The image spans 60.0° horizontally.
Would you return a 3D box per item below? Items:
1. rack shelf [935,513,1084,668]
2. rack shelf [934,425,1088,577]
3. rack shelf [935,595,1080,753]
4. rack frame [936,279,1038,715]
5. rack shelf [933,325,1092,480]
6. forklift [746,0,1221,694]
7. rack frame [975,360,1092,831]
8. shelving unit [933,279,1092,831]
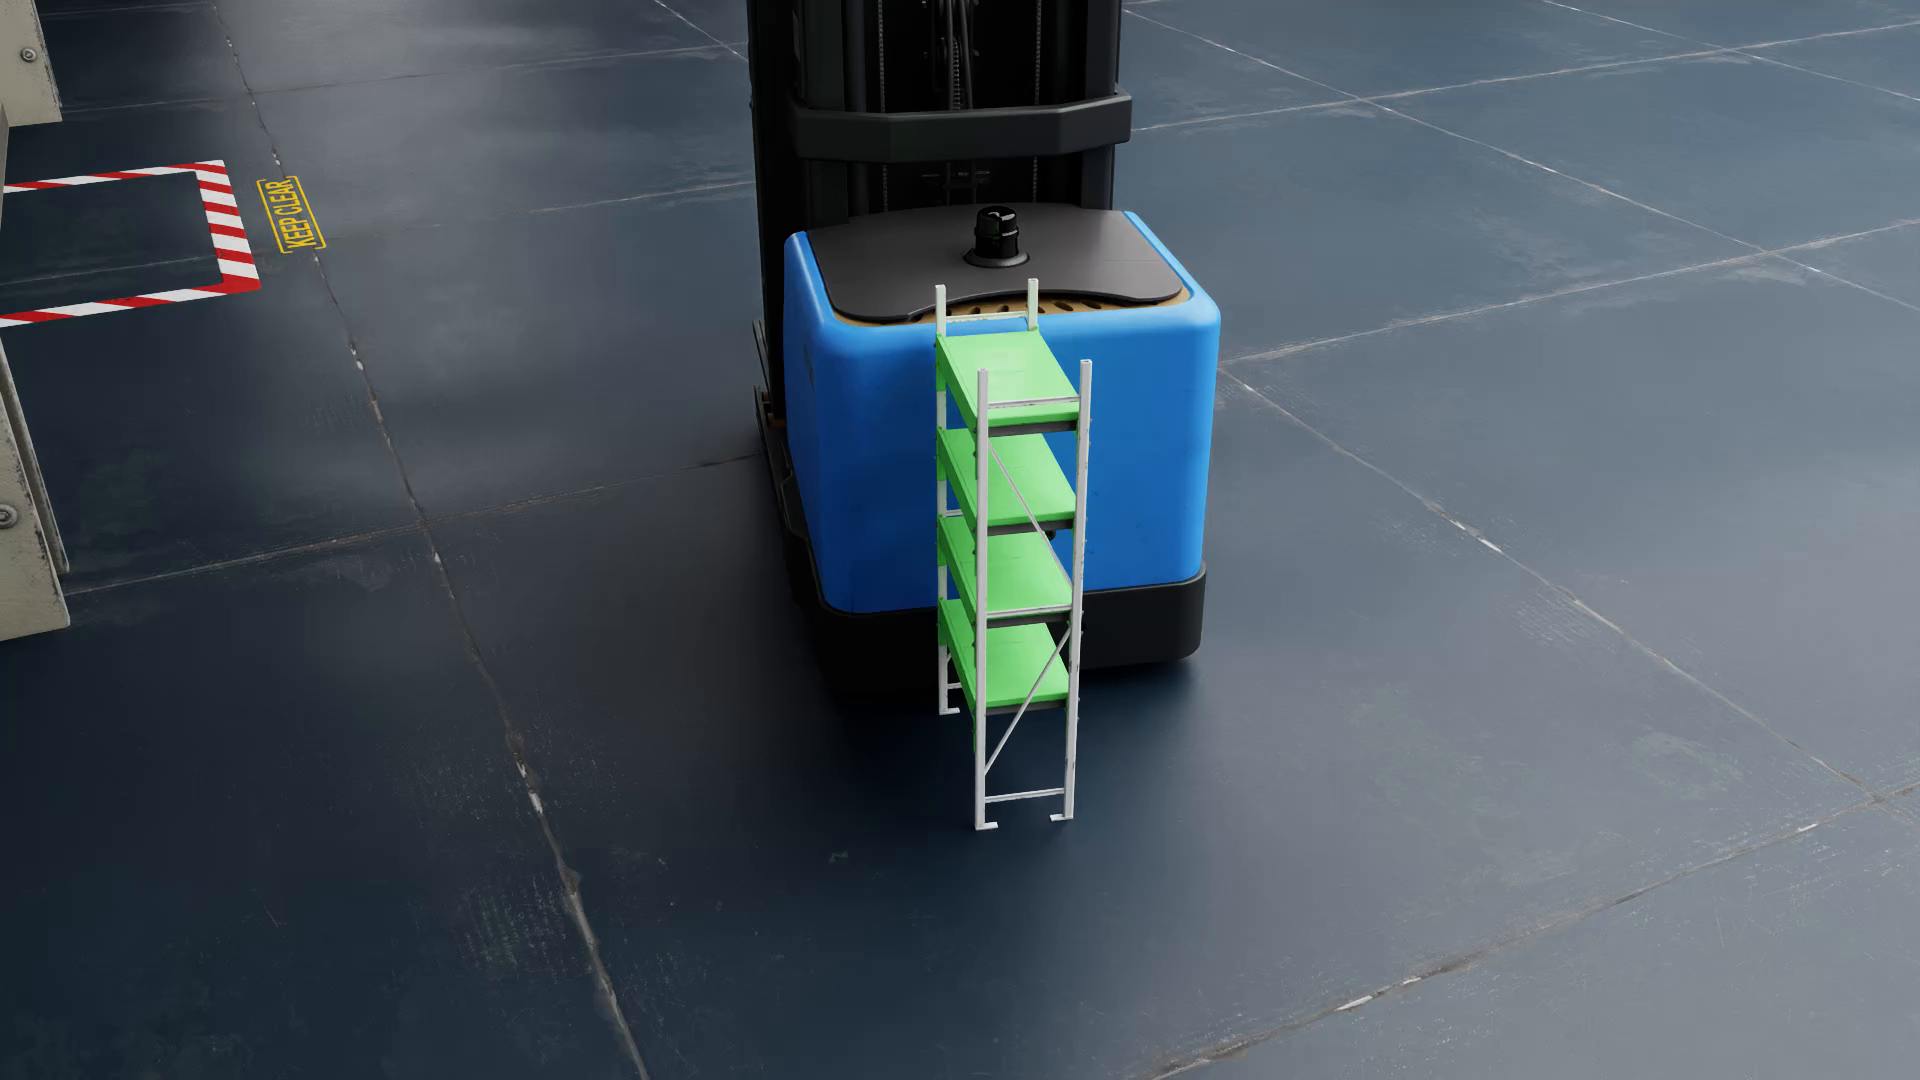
[{"bbox_3d":[0.109,0.100,3.975,0.258,0.148,0.480,-5,30,-9],"label":"rack shelf"},{"bbox_3d":[0.109,-0.109,3.858,0.258,0.148,0.480,-5,30,-9],"label":"rack shelf"},{"bbox_3d":[0.109,0.310,4.093,0.258,0.148,0.480,-5,30,-9],"label":"rack shelf"},{"bbox_3d":[0.063,-0.073,4.153,0.240,1.200,0.015,-5,30,-9],"label":"rack frame"},{"bbox_3d":[0.109,-0.318,3.740,0.258,0.148,0.480,-5,30,-9],"label":"rack shelf"},{"bbox_3d":[-0.117,-1.577,5.066,1.130,2.935,3.031,-5,30,-9],"label":"forklift"},{"bbox_3d":[0.155,0.162,3.735,0.240,1.200,0.015,-5,30,-9],"label":"rack frame"},{"bbox_3d":[0.109,0.044,3.944,0.258,1.200,0.503,-5,30,-9],"label":"shelving unit"}]
